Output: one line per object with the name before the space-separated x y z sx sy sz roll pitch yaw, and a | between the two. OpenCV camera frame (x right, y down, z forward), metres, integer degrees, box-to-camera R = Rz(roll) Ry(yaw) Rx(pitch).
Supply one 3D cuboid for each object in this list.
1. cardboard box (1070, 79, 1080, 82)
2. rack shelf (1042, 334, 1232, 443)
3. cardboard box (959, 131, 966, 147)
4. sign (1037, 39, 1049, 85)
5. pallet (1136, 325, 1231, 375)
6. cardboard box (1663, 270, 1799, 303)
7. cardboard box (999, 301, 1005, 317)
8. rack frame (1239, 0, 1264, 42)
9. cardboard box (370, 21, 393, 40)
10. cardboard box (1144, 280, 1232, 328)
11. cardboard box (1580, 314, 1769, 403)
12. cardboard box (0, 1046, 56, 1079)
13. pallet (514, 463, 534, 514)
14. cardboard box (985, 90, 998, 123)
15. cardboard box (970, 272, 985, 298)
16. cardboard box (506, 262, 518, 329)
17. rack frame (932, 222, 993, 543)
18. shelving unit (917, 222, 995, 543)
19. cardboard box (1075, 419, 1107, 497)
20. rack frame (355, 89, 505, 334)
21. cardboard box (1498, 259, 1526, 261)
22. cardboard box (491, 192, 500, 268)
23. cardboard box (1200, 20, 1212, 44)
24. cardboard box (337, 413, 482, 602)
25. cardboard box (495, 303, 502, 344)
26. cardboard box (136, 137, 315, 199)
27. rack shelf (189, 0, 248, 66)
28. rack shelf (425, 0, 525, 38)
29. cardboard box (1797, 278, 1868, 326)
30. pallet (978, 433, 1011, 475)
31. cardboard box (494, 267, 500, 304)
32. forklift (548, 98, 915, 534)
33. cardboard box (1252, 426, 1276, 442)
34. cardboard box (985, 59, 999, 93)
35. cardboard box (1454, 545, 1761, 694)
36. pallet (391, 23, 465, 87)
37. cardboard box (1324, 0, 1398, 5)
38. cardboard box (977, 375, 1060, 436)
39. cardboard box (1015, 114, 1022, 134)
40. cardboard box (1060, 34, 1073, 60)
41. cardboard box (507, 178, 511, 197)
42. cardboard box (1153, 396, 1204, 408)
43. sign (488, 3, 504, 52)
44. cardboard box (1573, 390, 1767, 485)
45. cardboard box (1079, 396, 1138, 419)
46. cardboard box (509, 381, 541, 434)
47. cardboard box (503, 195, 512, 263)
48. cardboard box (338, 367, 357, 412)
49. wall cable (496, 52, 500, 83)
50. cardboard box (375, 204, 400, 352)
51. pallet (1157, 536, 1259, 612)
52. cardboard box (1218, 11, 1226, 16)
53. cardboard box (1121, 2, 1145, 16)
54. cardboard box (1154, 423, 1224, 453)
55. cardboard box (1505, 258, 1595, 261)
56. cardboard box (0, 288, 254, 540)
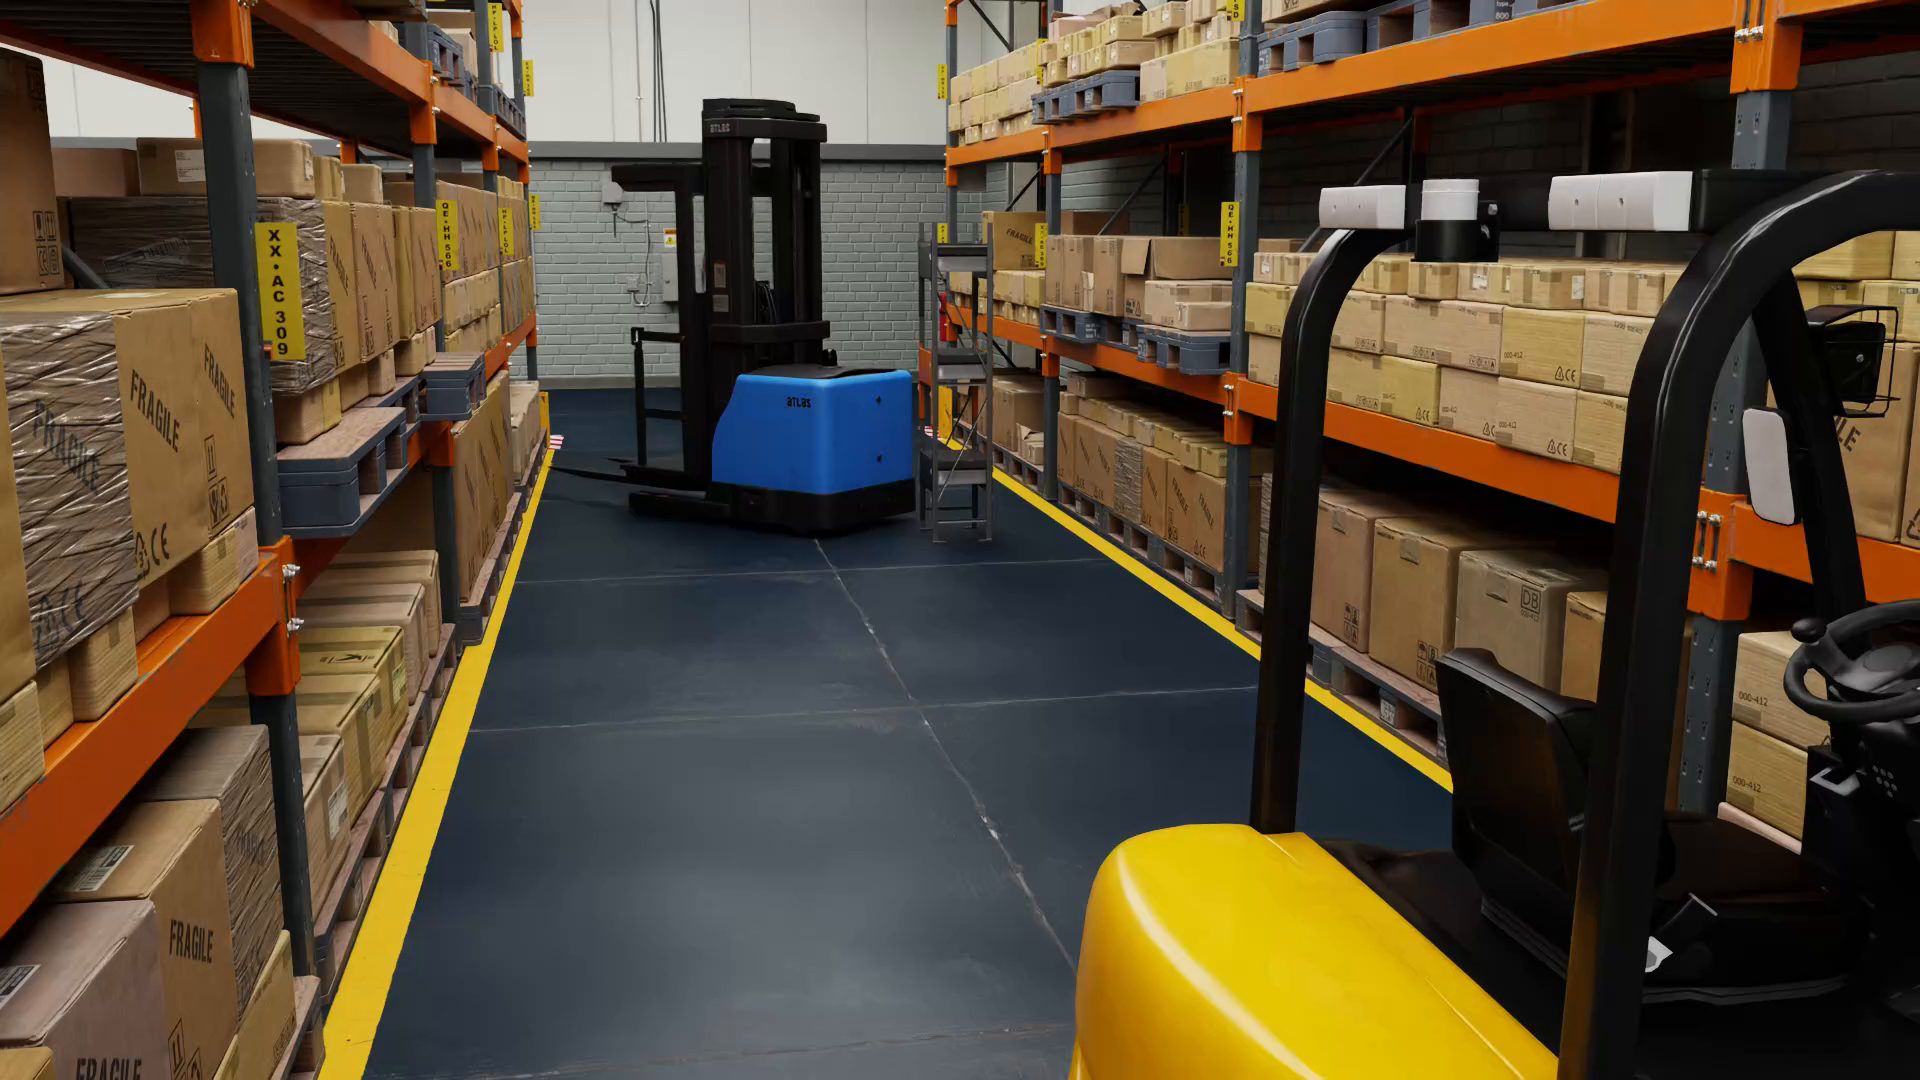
cardboard box | 0.973 -3.244 11.477 0.380 0.149 0.250 -2 11 -11
rack shelf | 1.533 -1.079 10.768 1.077 0.370 4.000 -2 11 -11
cardboard box | 0.200 -3.816 15.874 0.380 0.149 0.250 -2 11 -10
sign | 0.613 -3.506 12.188 0.100 0.325 0.005 -2 11 -11
pallet | 1.721 -1.093 9.431 1.213 0.211 1.003 -2 11 -11
cardboard box | 2.415 -0.754 5.136 0.380 0.149 0.250 -2 11 -9
cardboard box | 0.551 -2.009 14.401 0.380 0.149 0.250 -2 11 -11
rack frame | 1.922 -4.013 8.213 1.000 3.000 0.127 -2 11 -11
cardboard box | -2.623 -2.139 7.063 0.380 0.149 0.250 -2 11 -11
cardboard box | 1.399 -1.380 9.703 0.500 0.250 0.500 -3 11 -14
cardboard box | 2.353 -0.585 5.311 0.500 0.250 0.500 -2 11 -12
cardboard box | -1.477 1.008 2.101 0.500 0.500 0.500 -2 11 -10
pallet | -3.796 -0.391 12.684 1.003 0.211 1.213 -2 11 -11
cardboard box | 0.514 -3.707 14.233 0.500 0.250 0.500 -2 11 -12
cardboard box | 0.390 -2.327 15.006 0.500 0.250 0.500 -2 11 -12
cardboard box | -3.653 -1.855 12.655 0.500 0.500 0.500 -2 11 -11
rack frame | 0.015 -1.017 10.925 0.400 2.100 0.015 -2 11 -11
shelving unit | -0.032 -1.062 11.160 0.431 2.100 0.503 -2 11 -11
cardboard box | 1.130 -0.584 11.802 0.500 0.500 0.500 -2 11 -12
rack frame | -3.725 -1.618 11.676 1.000 3.000 0.127 -2 11 -11
cardboard box | 2.101 -1.084 6.866 0.380 0.149 0.250 -2 11 -11
cardboard box | -3.391 -2.086 11.191 0.500 0.500 0.500 -2 11 -9
cardboard box | 1.559 -2.815 9.277 0.380 0.149 0.250 -2 11 -10
cardboard box | -2.999 -0.177 8.663 0.875 0.875 0.875 -2 11 -12
cardboard box | -3.390 -1.471 11.306 0.500 0.250 0.500 -2 11 -12
cardboard box | -1.913 -0.970 4.351 0.380 0.149 0.250 -2 11 -11
rack shelf | -1.780 -0.904 1.827 1.077 0.370 4.000 -2 11 -11
rack shelf | -4.114 -4.382 13.147 1.077 0.370 4.000 -2 11 -11
cardboard box | 2.504 -0.632 4.492 0.380 0.149 0.250 -2 11 -12
pallet | 0.770 -0.780 14.729 1.003 0.211 1.213 -2 11 -11
cardboard box | -3.400 -1.718 11.265 0.500 0.250 0.500 -2 11 -11
forklift | -1.809 -1.676 12.161 3.031 2.935 1.130 8 13 35
cardboard box | 2.012 -0.615 10.235 0.380 0.149 0.250 -3 11 -14
cardboard box | 0.506 -3.955 14.201 0.500 0.250 0.500 -2 11 -9
cardboard box | 2.444 0.390 6.352 0.875 0.625 0.625 -2 11 -12
pallet | -3.124 -2.382 8.169 1.213 0.211 1.003 -2 11 -8
cardboard box | 2.020 -2.613 7.224 0.700 0.500 0.500 -2 11 -12
cardboard box | 0.520 -1.238 15.238 0.700 0.500 0.500 -2 11 -9
cardboard box | 0.652 -3.345 13.396 0.380 0.149 0.250 -2 11 -11
cardboard box | 0.901 -3.386 11.427 0.380 0.149 0.250 -2 11 -12
cardboard box | -3.809 -2.825 13.338 0.380 0.149 0.250 -2 11 -11
cardboard box | 1.610 -0.947 11.977 0.380 0.149 0.250 -2 11 -10
sign | -3.194 -3.522 11.431 0.100 0.325 0.005 -2 11 -11
cardboard box | 2.345 -0.341 5.369 0.500 0.250 0.500 -2 11 -10
cardboard box | 1.082 -0.973 12.113 0.380 0.149 0.250 -2 11 -13
cardboard box | -4.276 -1.182 15.114 0.875 0.438 0.875 -3 11 -13
cardboard box | -3.672 -2.348 12.566 0.500 0.500 0.500 -2 11 -12
cardboard box | -2.145 -0.491 5.301 0.380 0.149 0.250 -2 11 -10
wall cable | -5.885 -6.332 20.397 0.463 3.000 0.029 -2 11 -11
cardboard box | -2.270 -0.926 5.852 0.500 0.500 0.500 -3 11 -13
pallet | 1.813 0.166 9.761 1.003 0.211 1.213 -2 11 -11
cardboard box | 1.617 -2.912 8.990 0.380 0.149 0.250 -3 11 -13
cardboard box | 1.354 -3.654 11.726 0.396 0.266 0.258 -2 11 -11
cardboard box | 1.430 -0.639 10.358 0.380 0.149 0.250 -2 11 -12
cardboard box | 2.501 -1.100 6.953 0.380 0.149 0.250 -2 11 -9
cardboard box | -1.838 -0.274 3.549 0.500 0.500 0.500 -2 11 -12
